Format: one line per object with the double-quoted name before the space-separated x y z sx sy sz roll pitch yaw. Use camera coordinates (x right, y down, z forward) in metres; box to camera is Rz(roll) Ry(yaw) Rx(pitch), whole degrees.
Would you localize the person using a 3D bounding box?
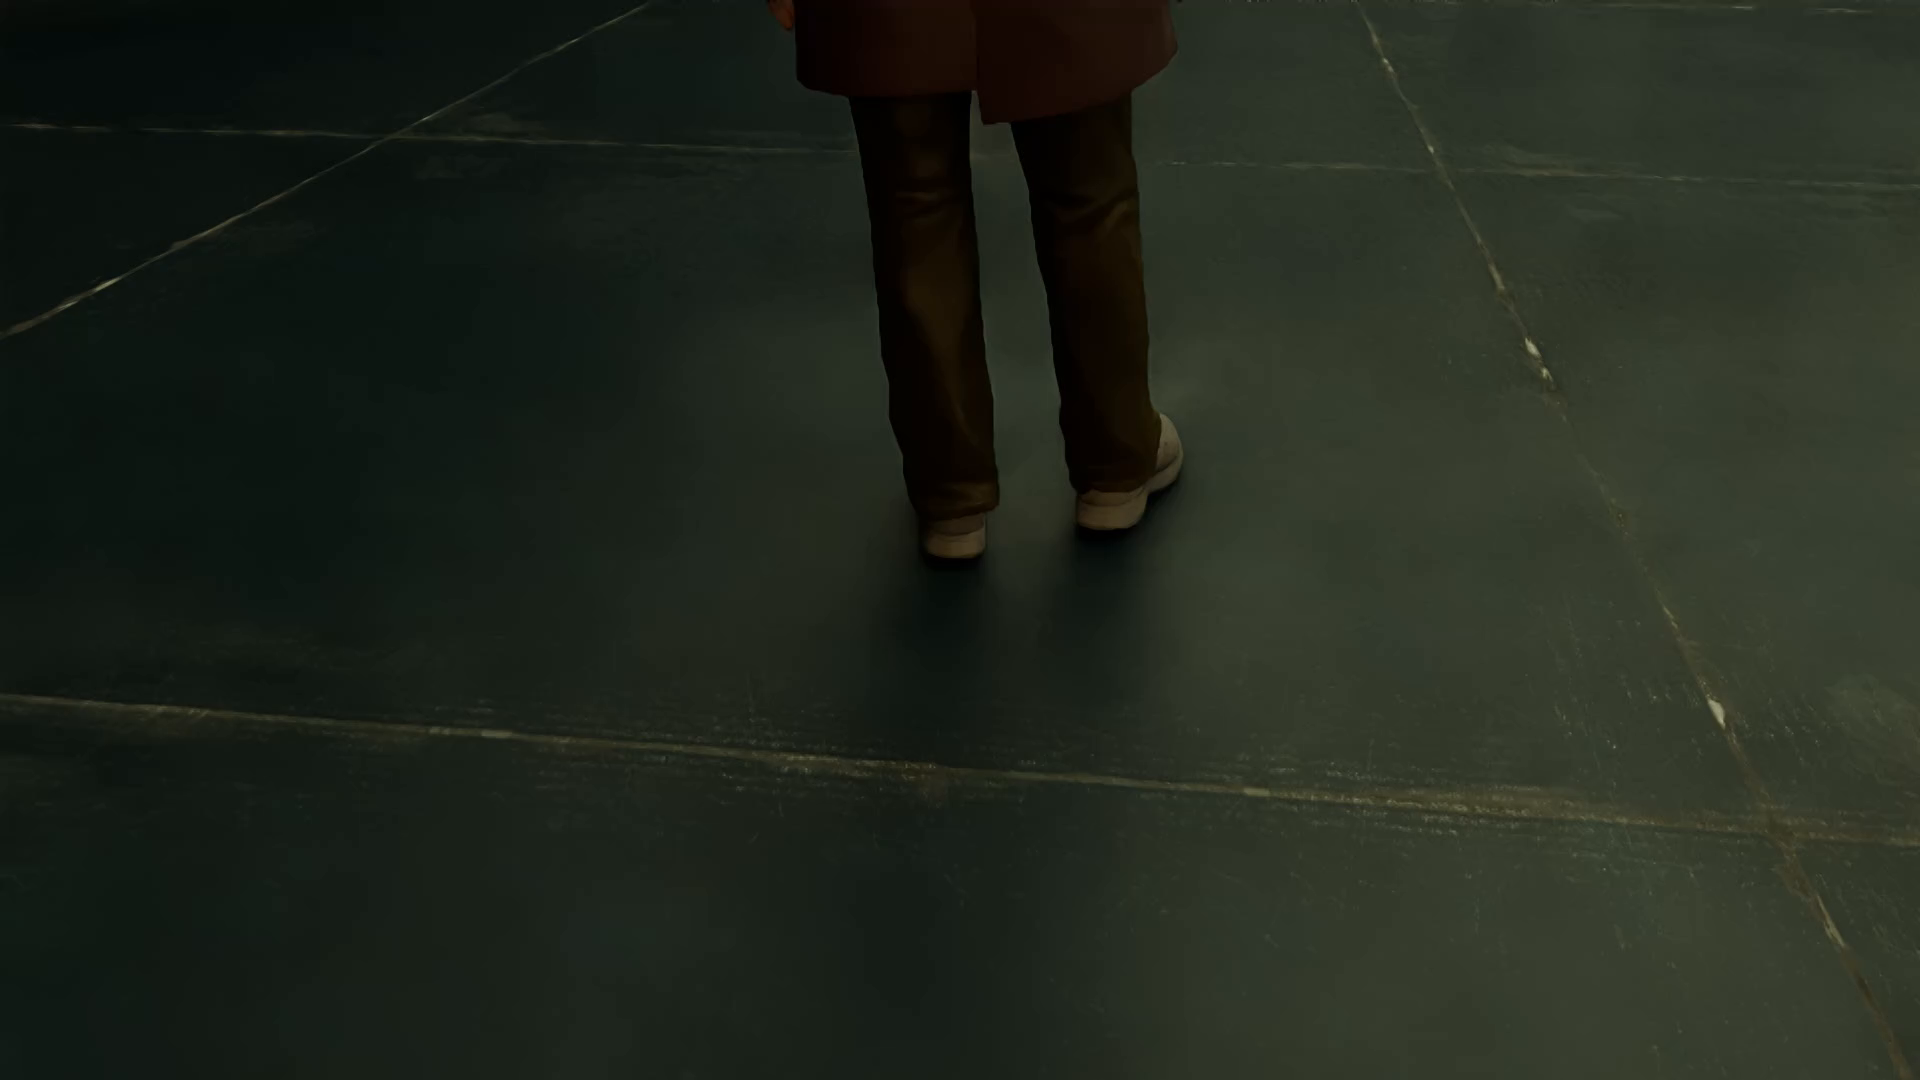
"person" 0.017 -0.842 2.180 0.694 1.776 0.580 3 27 7
